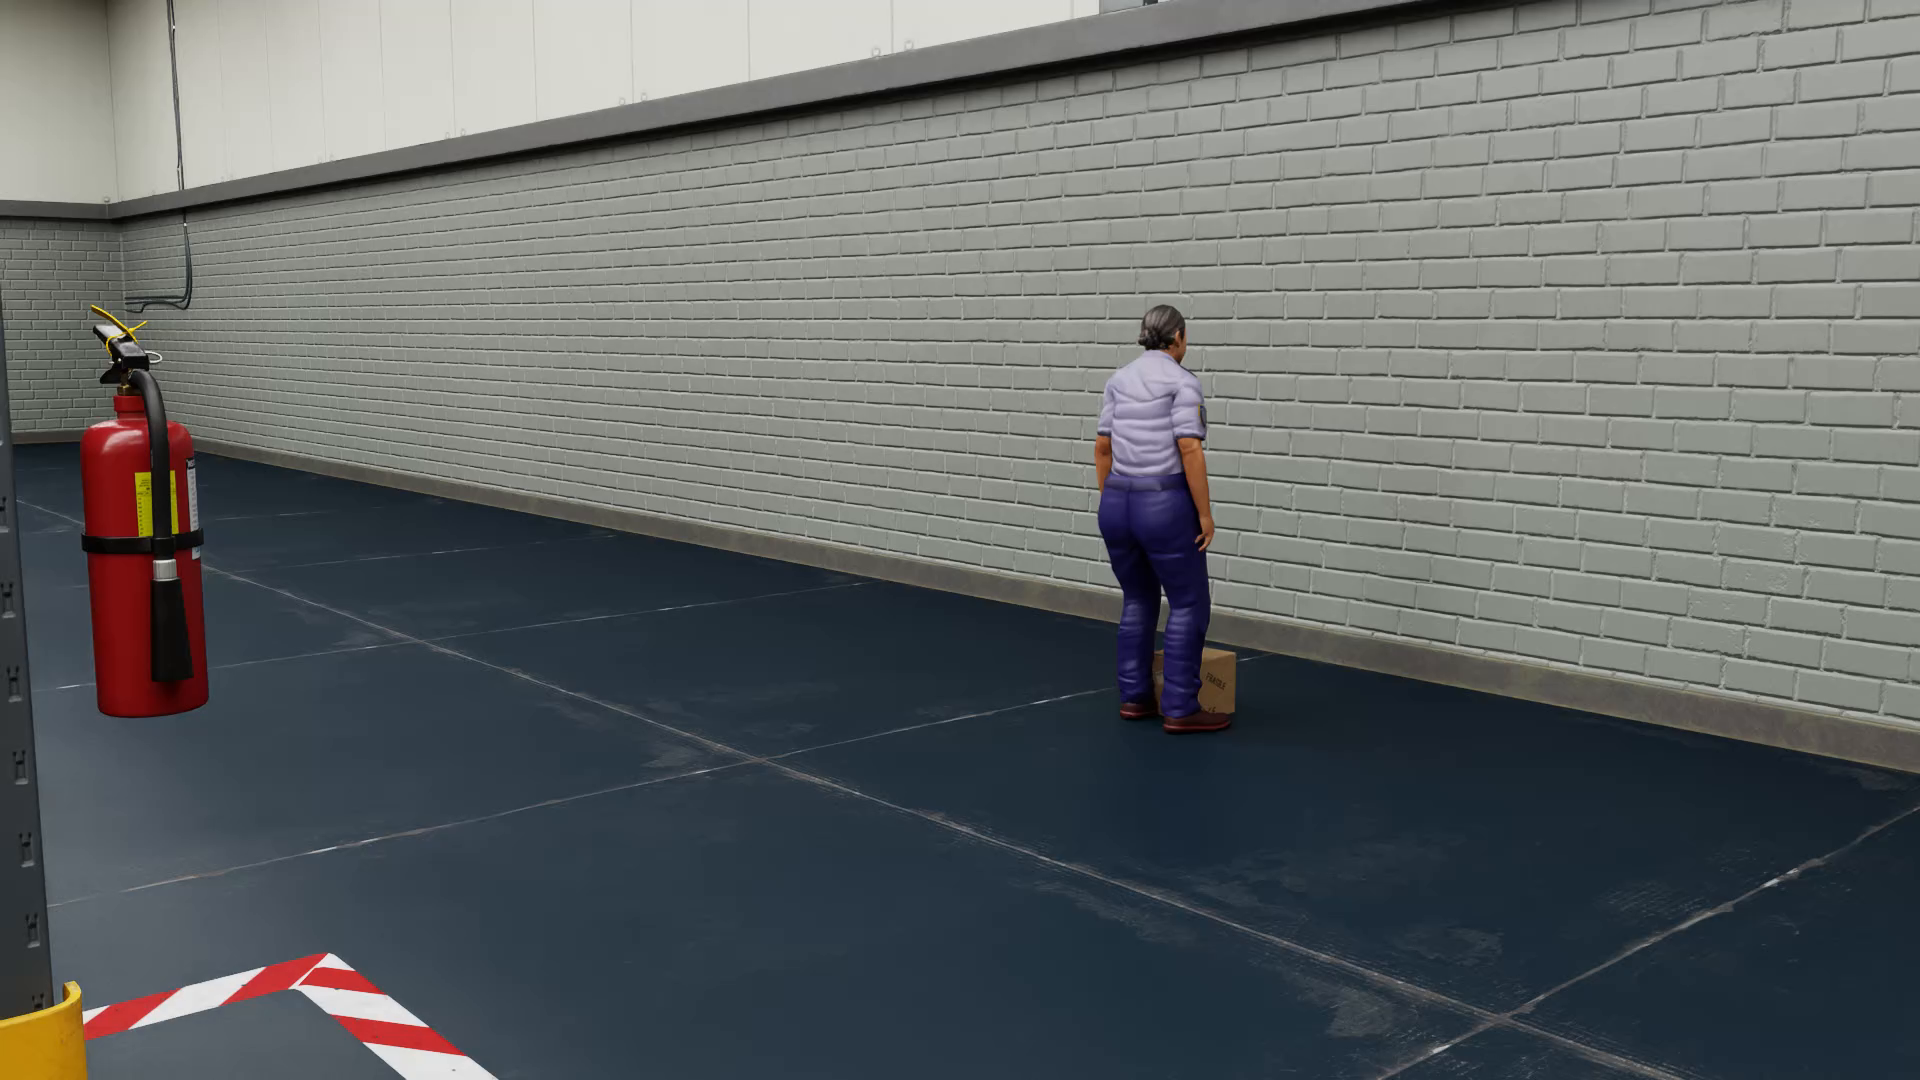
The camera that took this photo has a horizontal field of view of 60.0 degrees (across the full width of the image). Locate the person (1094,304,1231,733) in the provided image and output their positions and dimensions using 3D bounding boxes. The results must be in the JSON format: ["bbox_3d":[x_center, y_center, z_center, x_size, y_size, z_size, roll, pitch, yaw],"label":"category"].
[{"bbox_3d":[0.791,-0.094,6.531,0.425,1.650,0.553,-7,10,-44],"label":"person"}]
